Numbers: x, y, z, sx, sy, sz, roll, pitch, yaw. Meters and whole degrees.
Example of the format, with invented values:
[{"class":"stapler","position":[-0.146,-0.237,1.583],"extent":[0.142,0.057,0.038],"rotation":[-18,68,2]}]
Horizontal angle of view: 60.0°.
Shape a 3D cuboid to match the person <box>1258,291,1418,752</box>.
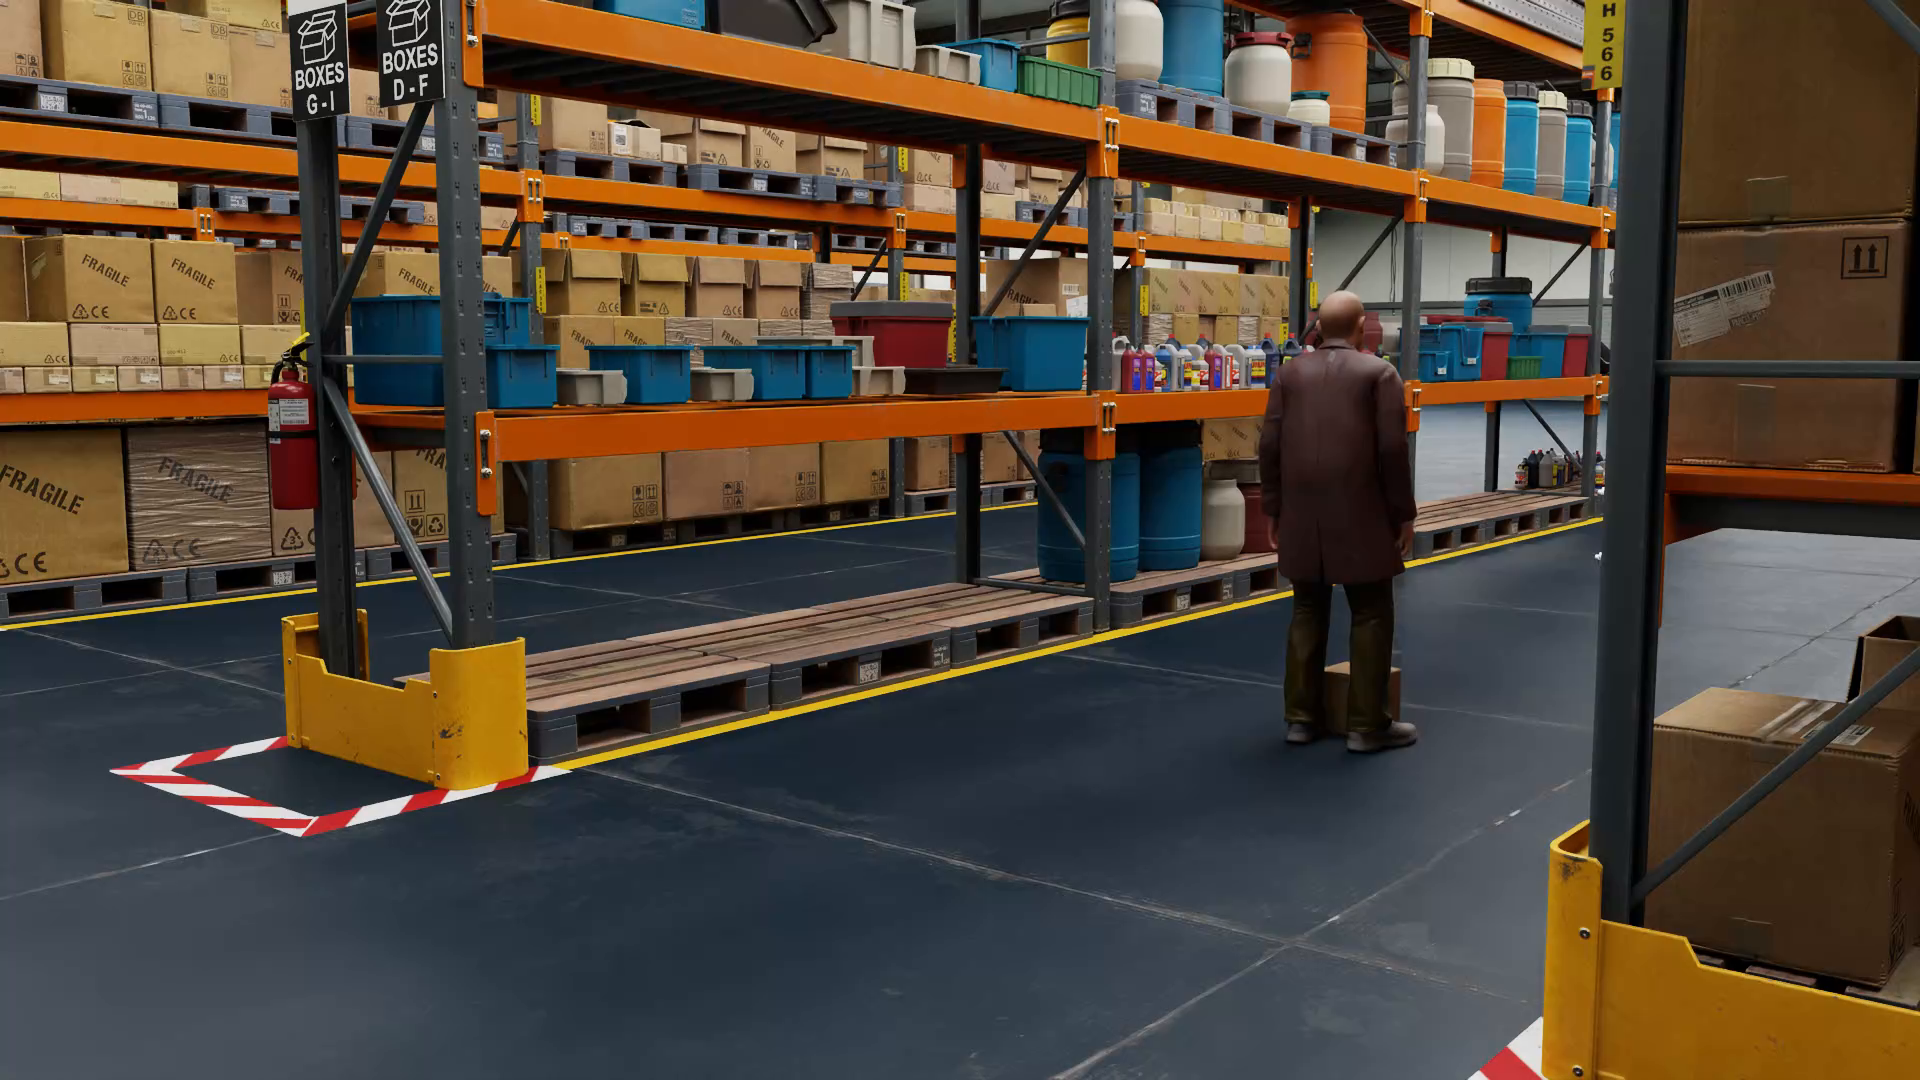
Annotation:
[{"class":"person","position":[1.479,-0.083,6.516],"extent":[0.638,1.772,0.428],"rotation":[5,8,36]}]
